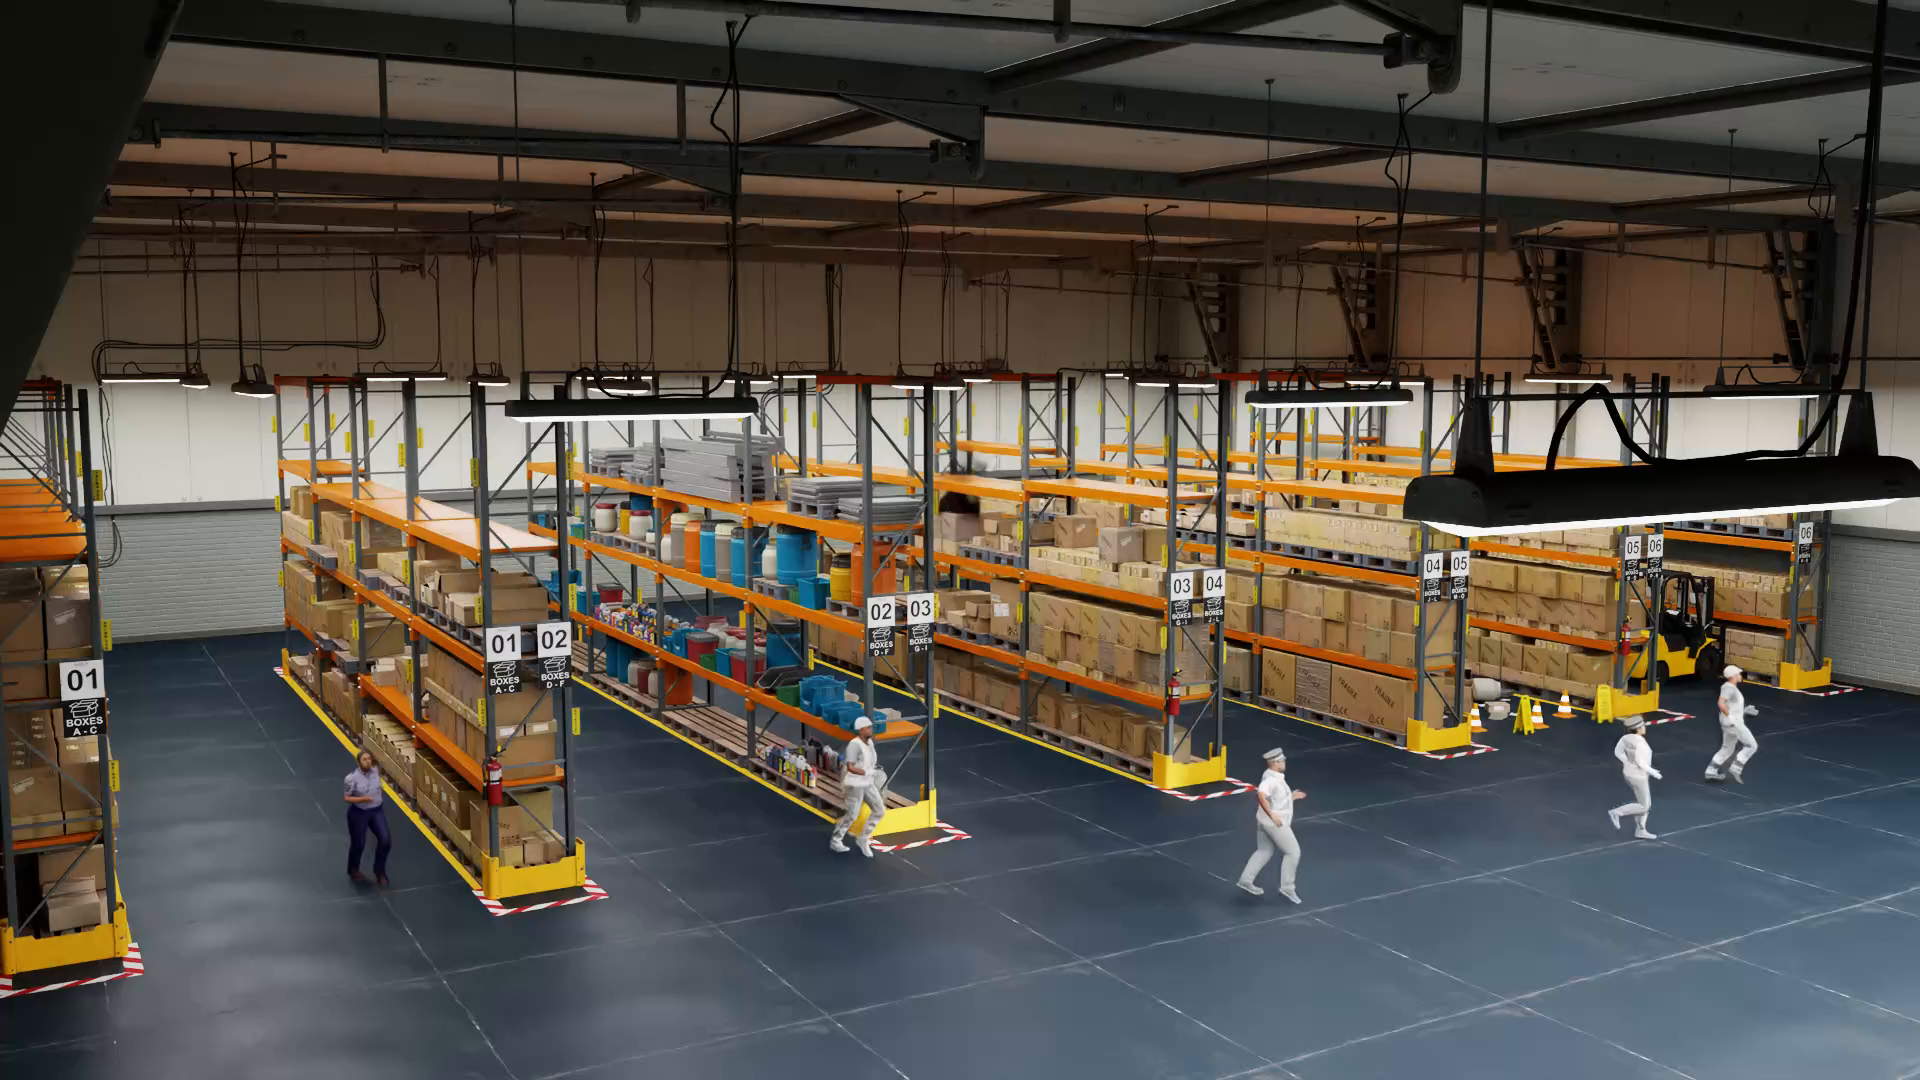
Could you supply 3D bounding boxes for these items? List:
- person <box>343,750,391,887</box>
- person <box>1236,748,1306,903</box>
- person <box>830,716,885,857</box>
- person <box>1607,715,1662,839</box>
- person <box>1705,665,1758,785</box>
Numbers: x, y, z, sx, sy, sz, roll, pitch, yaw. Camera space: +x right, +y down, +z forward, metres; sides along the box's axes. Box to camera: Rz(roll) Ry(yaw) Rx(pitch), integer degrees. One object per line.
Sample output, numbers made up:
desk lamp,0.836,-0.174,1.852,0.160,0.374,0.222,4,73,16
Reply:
person,-7.129,3.345,19.986,0.554,1.687,0.759,-6,9,-43
person,3.663,3.339,19.437,0.796,1.854,0.642,-1,6,-6
person,-1.266,3.148,21.200,0.721,1.813,0.692,3,7,24
person,8.855,3.122,21.897,0.696,1.671,0.615,0,6,-3
person,11.514,2.757,24.748,0.708,1.781,0.671,1,6,13
